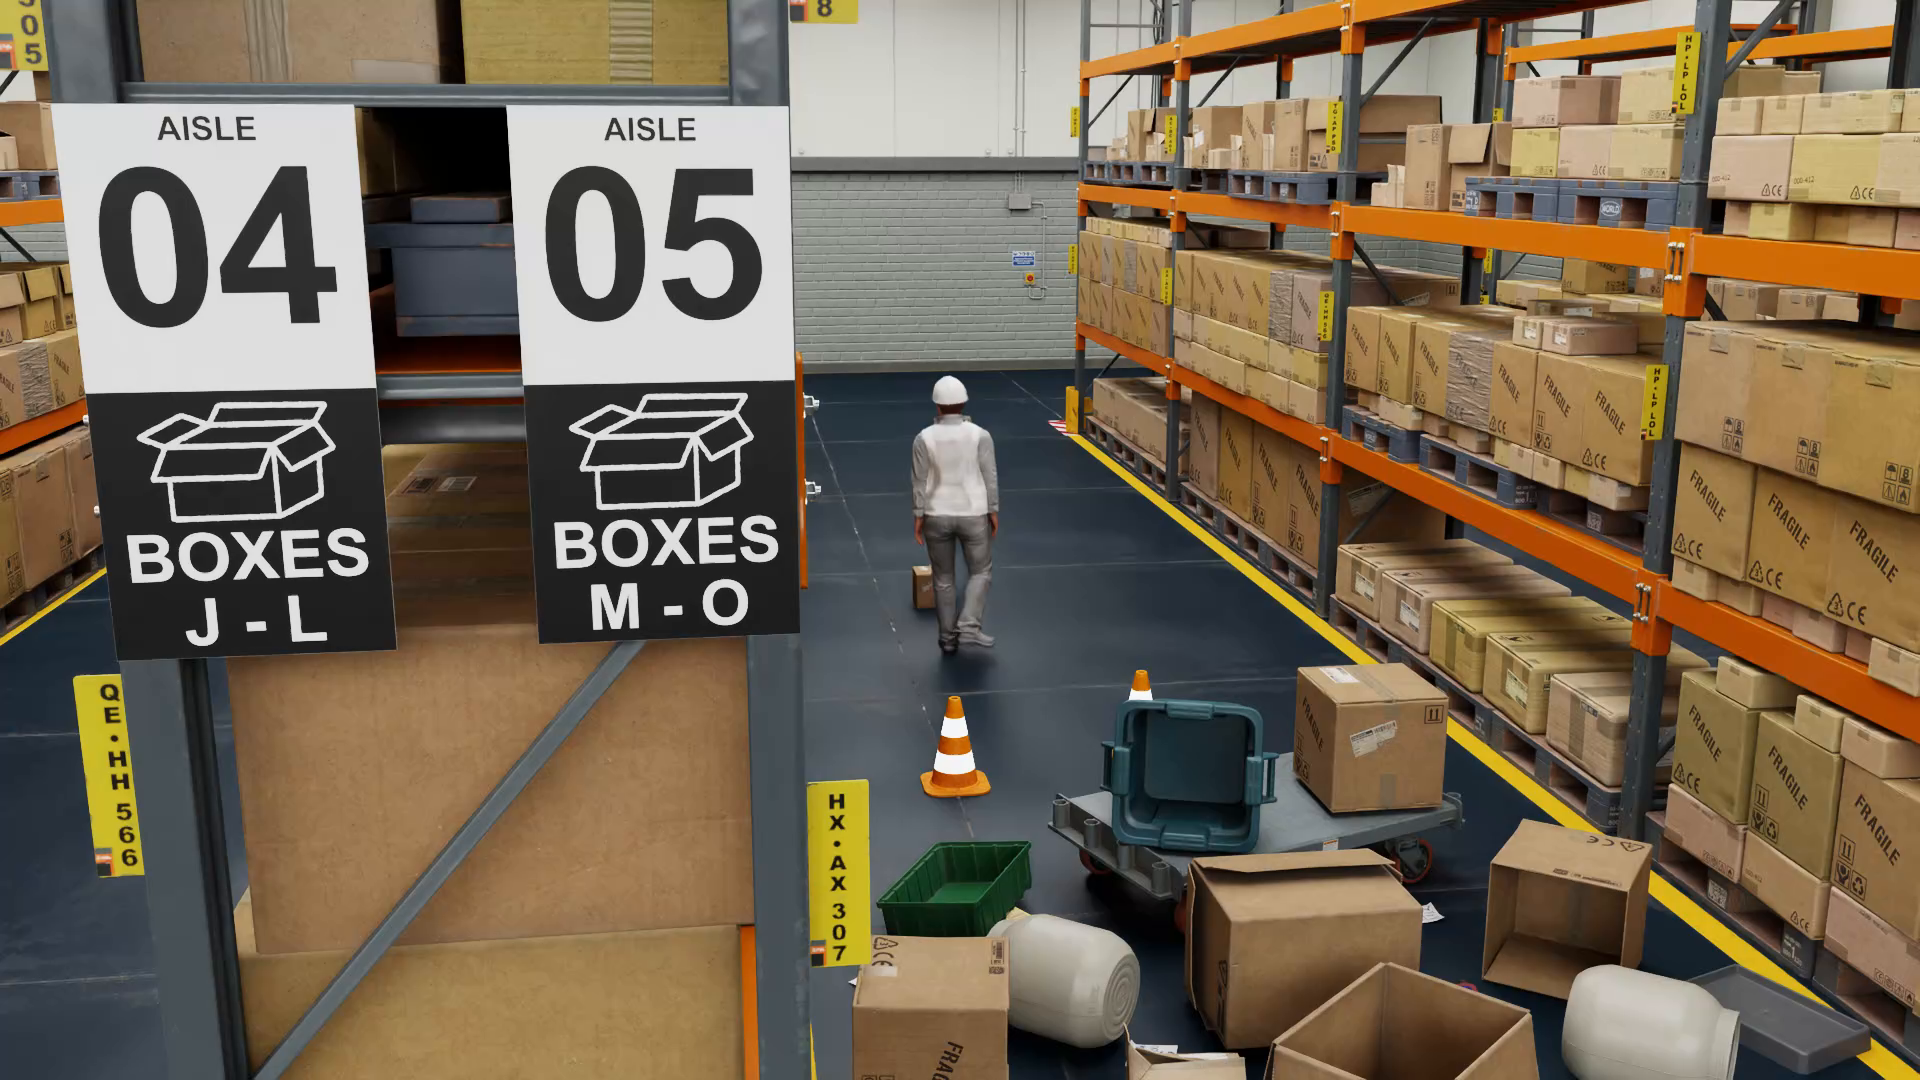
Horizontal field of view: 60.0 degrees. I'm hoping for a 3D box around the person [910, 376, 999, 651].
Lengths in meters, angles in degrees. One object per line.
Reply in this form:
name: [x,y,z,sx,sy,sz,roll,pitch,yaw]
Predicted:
person: [-0.036,-0.141,10.542,0.563,1.777,0.552,1,13,3]
